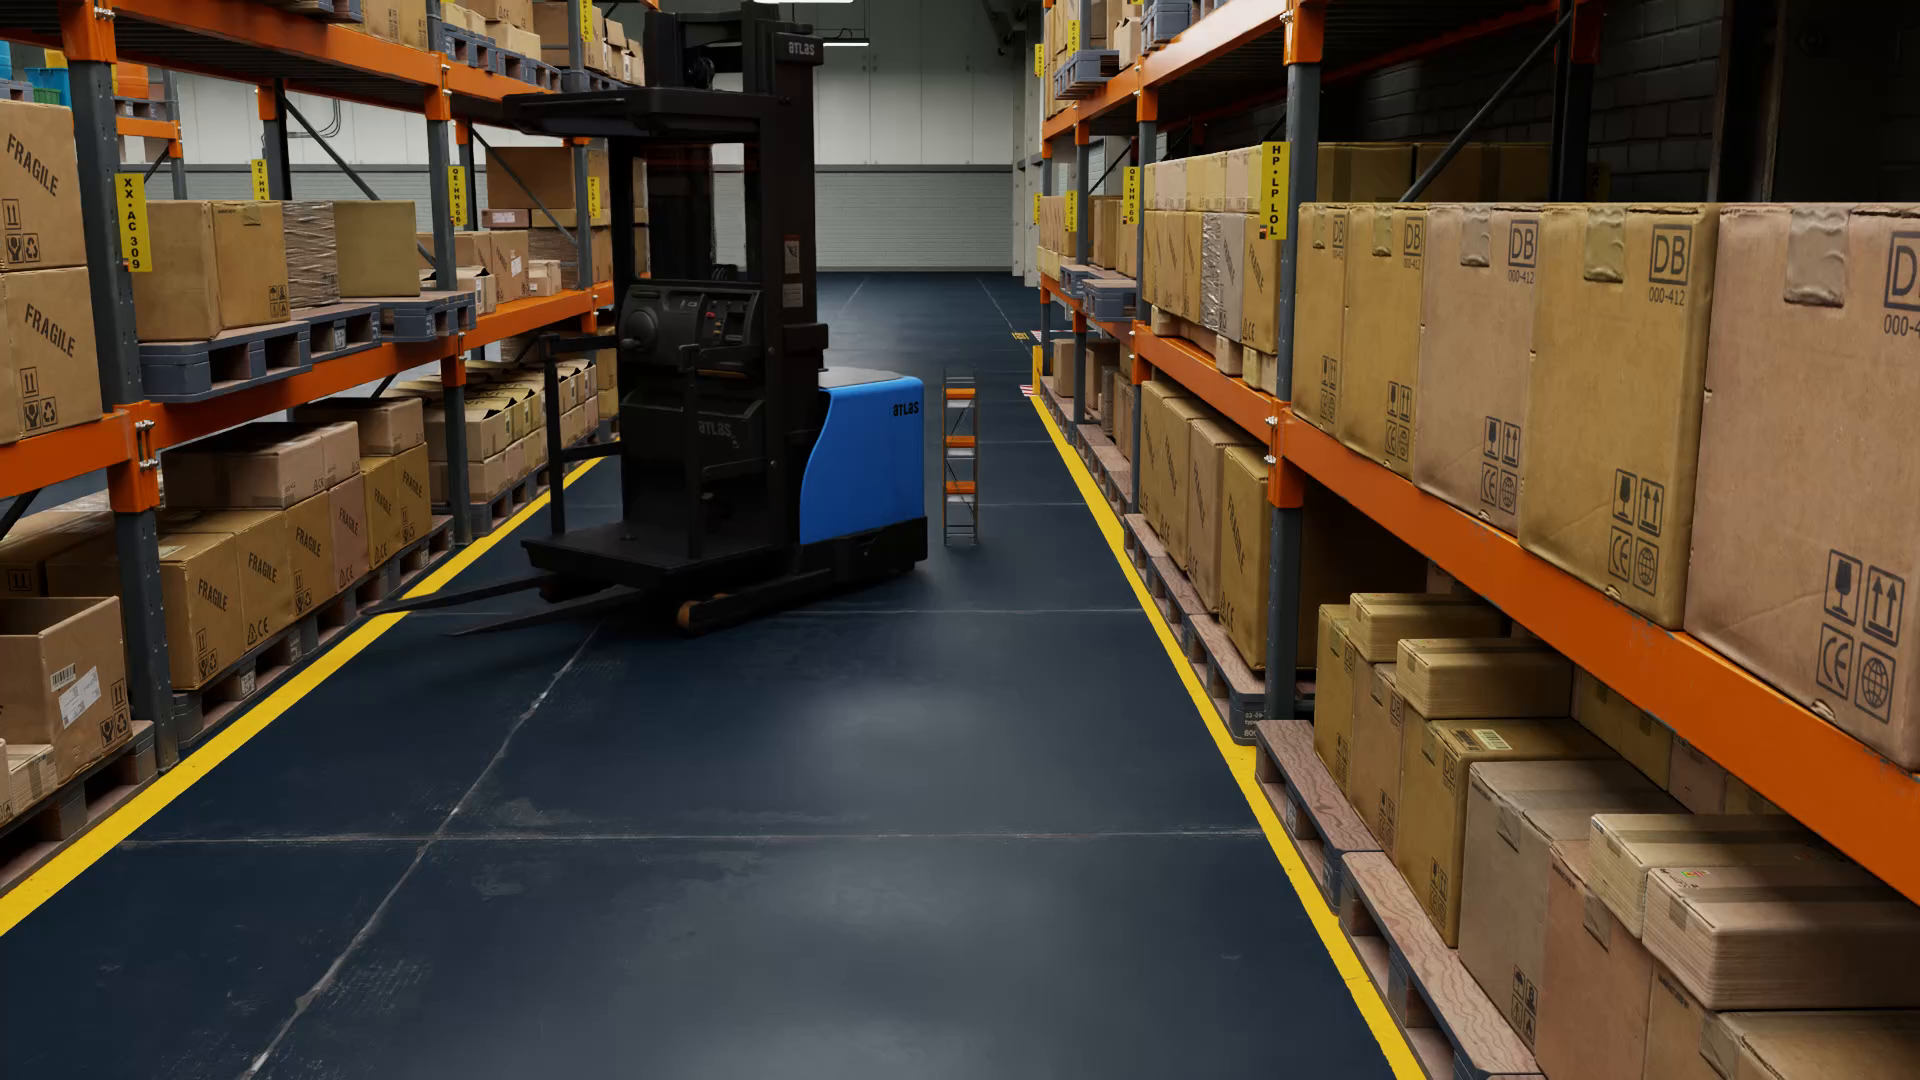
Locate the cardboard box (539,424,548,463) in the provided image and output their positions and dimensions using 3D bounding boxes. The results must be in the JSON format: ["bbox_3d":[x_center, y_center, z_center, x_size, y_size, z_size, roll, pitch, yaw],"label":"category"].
[{"bbox_3d":[-3.175,-0.707,11.857,0.500,0.250,0.500,0,11,0],"label":"cardboard box"}]

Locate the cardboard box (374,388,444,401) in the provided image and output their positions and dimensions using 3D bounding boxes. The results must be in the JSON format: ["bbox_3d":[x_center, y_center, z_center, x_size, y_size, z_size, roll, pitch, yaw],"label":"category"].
[{"bbox_3d":[-3.702,-0.878,11.290,0.500,0.311,0.500,0,11,-2],"label":"cardboard box"}]

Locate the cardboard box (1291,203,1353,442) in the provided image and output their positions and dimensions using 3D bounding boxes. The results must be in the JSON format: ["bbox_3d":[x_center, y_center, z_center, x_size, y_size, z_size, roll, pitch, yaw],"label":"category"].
[{"bbox_3d":[1.610,-0.703,5.225,0.980,0.700,0.700,0,11,0],"label":"cardboard box"}]

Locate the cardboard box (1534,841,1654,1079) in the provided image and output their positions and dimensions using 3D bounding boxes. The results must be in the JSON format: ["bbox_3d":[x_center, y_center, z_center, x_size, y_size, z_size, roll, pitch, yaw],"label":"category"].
[{"bbox_3d":[1.573,0.912,3.248,0.700,0.500,0.500,0,11,-1],"label":"cardboard box"}]

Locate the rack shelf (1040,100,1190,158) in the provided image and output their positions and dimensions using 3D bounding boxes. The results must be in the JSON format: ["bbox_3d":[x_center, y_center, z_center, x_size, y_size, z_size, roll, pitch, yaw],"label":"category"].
[{"bbox_3d":[1.409,-3.769,15.358,1.077,0.370,4.000,0,11,-1],"label":"rack shelf"}]

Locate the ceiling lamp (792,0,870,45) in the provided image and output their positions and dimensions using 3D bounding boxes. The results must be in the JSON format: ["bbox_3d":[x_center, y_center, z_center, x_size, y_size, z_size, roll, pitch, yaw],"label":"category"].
[{"bbox_3d":[-3.253,-13.889,41.207,2.000,3.185,0.800,0,11,-1],"label":"ceiling lamp"}]

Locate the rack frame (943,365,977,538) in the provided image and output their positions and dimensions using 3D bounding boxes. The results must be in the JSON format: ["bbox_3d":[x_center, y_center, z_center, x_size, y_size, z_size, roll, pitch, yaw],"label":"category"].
[{"bbox_3d":[-0.001,-0.528,10.022,0.200,1.050,0.008,0,11,-1],"label":"rack frame"}]

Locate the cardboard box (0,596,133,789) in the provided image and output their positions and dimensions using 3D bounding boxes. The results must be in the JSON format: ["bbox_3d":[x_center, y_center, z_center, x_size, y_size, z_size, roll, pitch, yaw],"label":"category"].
[{"bbox_3d":[-3.042,0.479,5.335,0.500,0.500,0.500,0,11,-1],"label":"cardboard box"}]

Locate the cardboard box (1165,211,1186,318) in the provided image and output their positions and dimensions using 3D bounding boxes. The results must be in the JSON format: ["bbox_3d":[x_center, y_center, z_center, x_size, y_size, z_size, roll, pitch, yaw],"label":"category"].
[{"bbox_3d":[1.298,-1.363,8.184,0.500,0.500,0.500,0,11,-1],"label":"cardboard box"}]

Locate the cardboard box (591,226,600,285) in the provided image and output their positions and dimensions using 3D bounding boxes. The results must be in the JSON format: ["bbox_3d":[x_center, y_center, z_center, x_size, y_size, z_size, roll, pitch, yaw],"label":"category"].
[{"bbox_3d":[-3.535,-2.475,14.463,0.700,0.500,0.500,0,11,-2],"label":"cardboard box"}]

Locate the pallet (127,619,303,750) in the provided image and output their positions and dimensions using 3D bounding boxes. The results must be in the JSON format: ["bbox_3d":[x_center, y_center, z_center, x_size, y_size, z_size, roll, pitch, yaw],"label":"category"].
[{"bbox_3d":[-3.392,0.562,6.756,1.003,0.211,1.213,0,11,-1],"label":"pallet"}]

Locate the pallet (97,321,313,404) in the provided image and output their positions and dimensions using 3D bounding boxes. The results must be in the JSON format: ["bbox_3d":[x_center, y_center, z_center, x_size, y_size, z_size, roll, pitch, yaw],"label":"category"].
[{"bbox_3d":[-3.244,-0.708,6.487,1.003,0.211,1.213,0,11,-1],"label":"pallet"}]

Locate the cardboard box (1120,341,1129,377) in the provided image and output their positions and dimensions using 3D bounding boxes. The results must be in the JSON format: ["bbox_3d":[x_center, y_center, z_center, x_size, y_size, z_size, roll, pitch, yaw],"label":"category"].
[{"bbox_3d":[1.495,-1.378,12.603,0.500,0.250,0.500,0,11,-2],"label":"cardboard box"}]

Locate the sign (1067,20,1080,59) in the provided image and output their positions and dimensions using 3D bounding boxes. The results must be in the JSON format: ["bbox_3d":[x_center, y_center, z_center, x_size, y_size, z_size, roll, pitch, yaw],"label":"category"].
[{"bbox_3d":[0.908,-3.974,13.257,0.100,0.325,0.005,0,11,-1],"label":"sign"}]

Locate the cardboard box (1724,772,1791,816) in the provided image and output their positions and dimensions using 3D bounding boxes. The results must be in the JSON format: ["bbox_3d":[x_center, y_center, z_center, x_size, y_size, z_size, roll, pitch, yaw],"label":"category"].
[{"bbox_3d":[1.770,0.568,3.317,0.380,0.149,0.250,0,11,-1],"label":"cardboard box"}]

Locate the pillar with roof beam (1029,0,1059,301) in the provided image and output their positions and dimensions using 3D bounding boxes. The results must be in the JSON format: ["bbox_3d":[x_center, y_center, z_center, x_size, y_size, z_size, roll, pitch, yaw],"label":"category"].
[{"bbox_3d":[-2.429,-9.414,33.829,9.100,9.000,0.548,0,11,-1],"label":"pillar with roof beam"}]

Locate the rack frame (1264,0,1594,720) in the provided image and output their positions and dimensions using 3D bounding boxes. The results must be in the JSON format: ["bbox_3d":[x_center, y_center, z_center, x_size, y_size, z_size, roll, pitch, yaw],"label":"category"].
[{"bbox_3d":[1.616,-0.664,5.787,1.000,3.000,0.127,0,11,-1],"label":"rack frame"}]

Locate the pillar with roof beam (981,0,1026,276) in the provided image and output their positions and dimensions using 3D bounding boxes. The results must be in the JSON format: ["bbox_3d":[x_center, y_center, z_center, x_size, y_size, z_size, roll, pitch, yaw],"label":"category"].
[{"bbox_3d":[-2.677,-11.799,45.587,9.100,9.000,0.548,0,11,-1],"label":"pillar with roof beam"}]

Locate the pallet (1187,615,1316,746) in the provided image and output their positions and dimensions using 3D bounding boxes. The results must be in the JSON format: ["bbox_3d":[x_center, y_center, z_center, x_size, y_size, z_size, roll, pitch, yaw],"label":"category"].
[{"bbox_3d":[1.524,0.550,6.818,1.003,0.211,1.213,0,11,-1],"label":"pallet"}]

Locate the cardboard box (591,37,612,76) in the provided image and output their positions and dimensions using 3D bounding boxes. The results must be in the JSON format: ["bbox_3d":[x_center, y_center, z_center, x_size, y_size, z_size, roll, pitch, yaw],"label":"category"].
[{"bbox_3d":[-3.260,-4.142,14.204,0.500,0.311,0.500,-1,12,-4],"label":"cardboard box"}]

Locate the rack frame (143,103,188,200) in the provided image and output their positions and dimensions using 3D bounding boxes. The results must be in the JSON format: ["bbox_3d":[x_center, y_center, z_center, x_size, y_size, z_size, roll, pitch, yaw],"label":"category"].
[{"bbox_3d":[-8.537,-3.008,17.344,1.000,3.000,0.127,0,11,-1],"label":"rack frame"}]

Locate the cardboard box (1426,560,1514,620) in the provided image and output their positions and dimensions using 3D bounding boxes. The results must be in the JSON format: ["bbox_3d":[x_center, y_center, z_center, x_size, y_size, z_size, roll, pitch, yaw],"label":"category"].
[{"bbox_3d":[1.724,0.157,5.340,0.380,0.149,0.250,0,11,-1],"label":"cardboard box"}]

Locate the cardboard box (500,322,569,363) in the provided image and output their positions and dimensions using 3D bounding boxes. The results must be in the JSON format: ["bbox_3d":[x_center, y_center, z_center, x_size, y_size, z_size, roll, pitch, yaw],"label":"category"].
[{"bbox_3d":[-3.729,-1.649,14.618,0.500,0.500,0.500,0,11,-1],"label":"cardboard box"}]

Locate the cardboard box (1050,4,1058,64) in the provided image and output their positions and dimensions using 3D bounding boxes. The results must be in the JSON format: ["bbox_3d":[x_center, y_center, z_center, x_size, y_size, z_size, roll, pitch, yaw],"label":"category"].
[{"bbox_3d":[1.114,-4.789,15.758,0.500,0.500,0.500,0,11,0],"label":"cardboard box"}]

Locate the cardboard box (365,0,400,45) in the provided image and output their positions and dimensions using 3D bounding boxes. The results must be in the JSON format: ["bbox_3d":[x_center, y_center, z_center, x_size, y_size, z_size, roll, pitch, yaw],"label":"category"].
[{"bbox_3d":[-3.366,-2.769,8.367,0.910,0.500,0.500,0,11,-1],"label":"cardboard box"}]

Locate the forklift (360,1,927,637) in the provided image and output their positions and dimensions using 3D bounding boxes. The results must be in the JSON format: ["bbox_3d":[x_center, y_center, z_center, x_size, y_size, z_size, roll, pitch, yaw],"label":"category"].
[{"bbox_3d":[-1.476,-1.097,8.094,1.130,2.935,3.031,9,14,37],"label":"forklift"}]

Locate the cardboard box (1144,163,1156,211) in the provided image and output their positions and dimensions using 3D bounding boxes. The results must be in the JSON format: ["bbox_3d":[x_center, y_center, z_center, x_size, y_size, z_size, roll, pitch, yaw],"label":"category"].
[{"bbox_3d":[1.285,-1.934,9.112,0.500,0.250,0.500,0,11,0],"label":"cardboard box"}]

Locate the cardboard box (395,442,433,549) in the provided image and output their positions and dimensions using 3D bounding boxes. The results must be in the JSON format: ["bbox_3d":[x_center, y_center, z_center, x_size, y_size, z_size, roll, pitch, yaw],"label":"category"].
[{"bbox_3d":[-3.166,-0.243,8.895,0.500,0.500,0.500,0,11,1],"label":"cardboard box"}]

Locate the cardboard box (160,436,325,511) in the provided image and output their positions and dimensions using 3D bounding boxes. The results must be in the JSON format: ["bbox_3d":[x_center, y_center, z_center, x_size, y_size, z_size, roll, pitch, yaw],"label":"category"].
[{"bbox_3d":[-3.124,-0.297,7.272,0.500,0.250,0.500,0,11,-1],"label":"cardboard box"}]

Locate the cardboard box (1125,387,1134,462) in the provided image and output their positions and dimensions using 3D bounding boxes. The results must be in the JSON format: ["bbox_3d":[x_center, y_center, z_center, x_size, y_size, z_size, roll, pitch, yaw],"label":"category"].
[{"bbox_3d":[1.533,-0.794,11.608,0.700,0.500,0.500,0,11,-1],"label":"cardboard box"}]

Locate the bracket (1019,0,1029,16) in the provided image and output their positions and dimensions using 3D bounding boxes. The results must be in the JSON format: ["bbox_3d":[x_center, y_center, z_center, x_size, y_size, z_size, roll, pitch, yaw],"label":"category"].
[{"bbox_3d":[1.458,-11.792,36.499,0.076,0.066,4.783,0,11,-1],"label":"bracket"}]

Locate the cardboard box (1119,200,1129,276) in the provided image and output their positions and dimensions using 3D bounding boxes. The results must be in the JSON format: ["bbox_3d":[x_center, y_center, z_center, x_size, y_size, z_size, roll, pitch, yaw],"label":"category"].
[{"bbox_3d":[1.465,-2.064,11.333,0.700,0.500,0.500,0,11,-1],"label":"cardboard box"}]

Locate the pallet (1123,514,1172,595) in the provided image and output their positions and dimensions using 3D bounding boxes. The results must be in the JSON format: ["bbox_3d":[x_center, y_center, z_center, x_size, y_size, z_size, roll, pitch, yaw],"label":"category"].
[{"bbox_3d":[1.474,0.065,9.209,1.003,0.211,1.213,0,11,-1],"label":"pallet"}]

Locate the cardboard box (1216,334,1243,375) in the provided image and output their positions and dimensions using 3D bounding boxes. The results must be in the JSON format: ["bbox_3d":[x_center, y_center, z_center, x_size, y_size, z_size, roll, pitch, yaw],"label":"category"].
[{"bbox_3d":[1.272,-0.771,6.894,0.380,0.149,0.250,0,11,-1],"label":"cardboard box"}]

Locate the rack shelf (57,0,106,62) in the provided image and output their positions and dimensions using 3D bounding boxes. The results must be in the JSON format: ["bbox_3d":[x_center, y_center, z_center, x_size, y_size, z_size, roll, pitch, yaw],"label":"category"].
[{"bbox_3d":[-3.296,-1.363,3.496,1.077,0.370,4.000,0,11,-1],"label":"rack shelf"}]

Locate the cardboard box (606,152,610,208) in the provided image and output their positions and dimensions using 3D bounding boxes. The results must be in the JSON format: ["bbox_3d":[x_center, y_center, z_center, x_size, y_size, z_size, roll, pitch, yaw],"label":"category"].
[{"bbox_3d":[-3.549,-3.305,15.292,0.700,0.500,0.500,0,11,-1],"label":"cardboard box"}]

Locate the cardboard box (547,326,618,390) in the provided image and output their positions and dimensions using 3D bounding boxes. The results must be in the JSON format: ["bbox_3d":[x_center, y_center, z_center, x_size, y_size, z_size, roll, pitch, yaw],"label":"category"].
[{"bbox_3d":[-3.199,-1.552,14.139,0.500,0.500,0.500,0,11,-1],"label":"cardboard box"}]

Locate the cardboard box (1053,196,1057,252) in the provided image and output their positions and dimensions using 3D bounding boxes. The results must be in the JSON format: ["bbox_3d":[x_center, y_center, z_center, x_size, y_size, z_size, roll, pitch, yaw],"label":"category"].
[{"bbox_3d":[1.116,-2.850,15.003,0.500,0.500,0.500,-1,11,-3],"label":"cardboard box"}]

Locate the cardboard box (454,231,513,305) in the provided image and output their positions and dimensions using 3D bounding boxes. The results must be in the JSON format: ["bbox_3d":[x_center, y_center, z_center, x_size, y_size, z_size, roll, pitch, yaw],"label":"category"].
[{"bbox_3d":[-3.482,-1.925,11.751,0.500,0.500,0.500,0,11,-1],"label":"cardboard box"}]

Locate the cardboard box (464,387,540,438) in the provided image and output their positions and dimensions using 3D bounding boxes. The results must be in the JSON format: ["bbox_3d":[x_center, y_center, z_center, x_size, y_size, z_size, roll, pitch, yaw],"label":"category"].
[{"bbox_3d":[-3.164,-0.882,11.311,0.500,0.311,0.500,-1,11,-3],"label":"cardboard box"}]

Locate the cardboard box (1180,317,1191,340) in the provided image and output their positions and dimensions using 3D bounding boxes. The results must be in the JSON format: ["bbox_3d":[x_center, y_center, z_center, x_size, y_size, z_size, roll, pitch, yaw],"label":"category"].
[{"bbox_3d":[1.354,-1.126,8.649,0.380,0.149,0.250,0,11,-2],"label":"cardboard box"}]

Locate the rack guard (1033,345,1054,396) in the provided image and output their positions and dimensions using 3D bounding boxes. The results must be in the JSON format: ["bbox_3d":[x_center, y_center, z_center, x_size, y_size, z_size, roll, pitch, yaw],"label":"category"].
[{"bbox_3d":[1.369,-1.809,17.719,1.175,0.500,0.348,0,11,-1],"label":"rack guard"}]

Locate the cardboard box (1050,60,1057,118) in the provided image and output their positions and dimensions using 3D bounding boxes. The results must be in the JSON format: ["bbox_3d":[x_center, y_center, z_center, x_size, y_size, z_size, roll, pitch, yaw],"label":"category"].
[{"bbox_3d":[1.115,-4.300,15.866,0.500,0.500,0.500,0,11,1],"label":"cardboard box"}]

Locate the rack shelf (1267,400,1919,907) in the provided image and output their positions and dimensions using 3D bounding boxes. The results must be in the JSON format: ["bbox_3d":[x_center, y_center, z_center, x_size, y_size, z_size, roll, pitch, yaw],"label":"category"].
[{"bbox_3d":[1.657,0.086,3.898,1.077,0.370,4.000,0,11,-1],"label":"rack shelf"}]

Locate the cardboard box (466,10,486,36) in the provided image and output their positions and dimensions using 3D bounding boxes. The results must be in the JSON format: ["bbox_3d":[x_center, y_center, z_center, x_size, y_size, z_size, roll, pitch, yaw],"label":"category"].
[{"bbox_3d":[-3.524,-3.455,11.321,0.500,0.250,0.500,-1,12,-6],"label":"cardboard box"}]

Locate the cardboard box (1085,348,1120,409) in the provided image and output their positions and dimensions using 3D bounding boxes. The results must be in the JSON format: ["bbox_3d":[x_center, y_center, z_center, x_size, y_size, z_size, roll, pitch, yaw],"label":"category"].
[{"bbox_3d":[1.389,-1.451,14.846,0.500,0.500,0.500,-1,12,-5],"label":"cardboard box"}]

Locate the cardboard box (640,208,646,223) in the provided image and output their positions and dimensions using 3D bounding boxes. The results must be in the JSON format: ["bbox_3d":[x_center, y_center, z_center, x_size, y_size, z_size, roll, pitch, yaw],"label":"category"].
[{"bbox_3d":[-3.380,-3.268,16.739,0.380,0.149,0.250,0,11,0],"label":"cardboard box"}]

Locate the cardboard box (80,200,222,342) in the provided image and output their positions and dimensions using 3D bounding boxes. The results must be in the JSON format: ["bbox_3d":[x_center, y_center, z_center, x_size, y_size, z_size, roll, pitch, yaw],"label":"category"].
[{"bbox_3d":[-3.123,-0.993,6.100,0.700,0.500,0.500,-4,12,-20],"label":"cardboard box"}]

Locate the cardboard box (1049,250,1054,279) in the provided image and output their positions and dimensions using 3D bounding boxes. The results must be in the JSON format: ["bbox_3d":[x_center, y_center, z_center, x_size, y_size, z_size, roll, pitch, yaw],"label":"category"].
[{"bbox_3d":[1.098,-2.582,15.570,0.500,0.250,0.500,0,11,-1],"label":"cardboard box"}]

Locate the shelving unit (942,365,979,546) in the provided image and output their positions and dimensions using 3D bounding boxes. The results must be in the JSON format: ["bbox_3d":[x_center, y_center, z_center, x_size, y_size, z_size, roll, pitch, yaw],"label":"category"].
[{"bbox_3d":[0.001,-0.504,9.902,0.215,1.050,0.252,0,11,-1],"label":"shelving unit"}]

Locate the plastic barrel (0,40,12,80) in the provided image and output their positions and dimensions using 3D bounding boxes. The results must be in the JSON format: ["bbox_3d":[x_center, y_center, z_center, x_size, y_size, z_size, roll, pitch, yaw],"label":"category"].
[{"bbox_3d":[-8.368,-4.333,14.012,0.600,0.901,0.708,0,11,-1],"label":"plastic barrel"}]

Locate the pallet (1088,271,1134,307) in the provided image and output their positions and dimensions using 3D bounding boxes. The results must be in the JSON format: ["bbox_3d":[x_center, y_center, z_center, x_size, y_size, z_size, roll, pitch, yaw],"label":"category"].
[{"bbox_3d":[1.451,-1.758,11.664,1.003,0.211,1.213,0,11,-1],"label":"pallet"}]

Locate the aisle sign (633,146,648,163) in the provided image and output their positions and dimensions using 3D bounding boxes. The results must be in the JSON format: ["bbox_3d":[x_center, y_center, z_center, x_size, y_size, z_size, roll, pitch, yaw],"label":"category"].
[{"bbox_3d":[-3.293,-4.316,17.252,0.394,0.787,0.004,0,11,-1],"label":"aisle sign"}]

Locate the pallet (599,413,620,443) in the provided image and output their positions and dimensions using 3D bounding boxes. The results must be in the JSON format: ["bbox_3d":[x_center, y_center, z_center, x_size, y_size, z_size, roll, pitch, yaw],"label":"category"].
[{"bbox_3d":[-3.477,-1.025,14.578,1.003,0.211,1.213,0,11,-1],"label":"pallet"}]

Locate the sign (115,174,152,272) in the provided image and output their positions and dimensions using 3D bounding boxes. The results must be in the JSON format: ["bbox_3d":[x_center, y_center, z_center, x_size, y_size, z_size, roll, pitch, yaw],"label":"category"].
[{"bbox_3d":[-2.795,-1.071,5.615,0.100,0.325,0.005,0,11,-1],"label":"sign"}]

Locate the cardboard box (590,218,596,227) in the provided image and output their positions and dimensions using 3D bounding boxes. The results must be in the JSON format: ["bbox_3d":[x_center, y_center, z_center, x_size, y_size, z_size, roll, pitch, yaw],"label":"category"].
[{"bbox_3d":[-3.327,-2.755,14.213,0.380,0.149,0.250,-1,11,-3],"label":"cardboard box"}]
